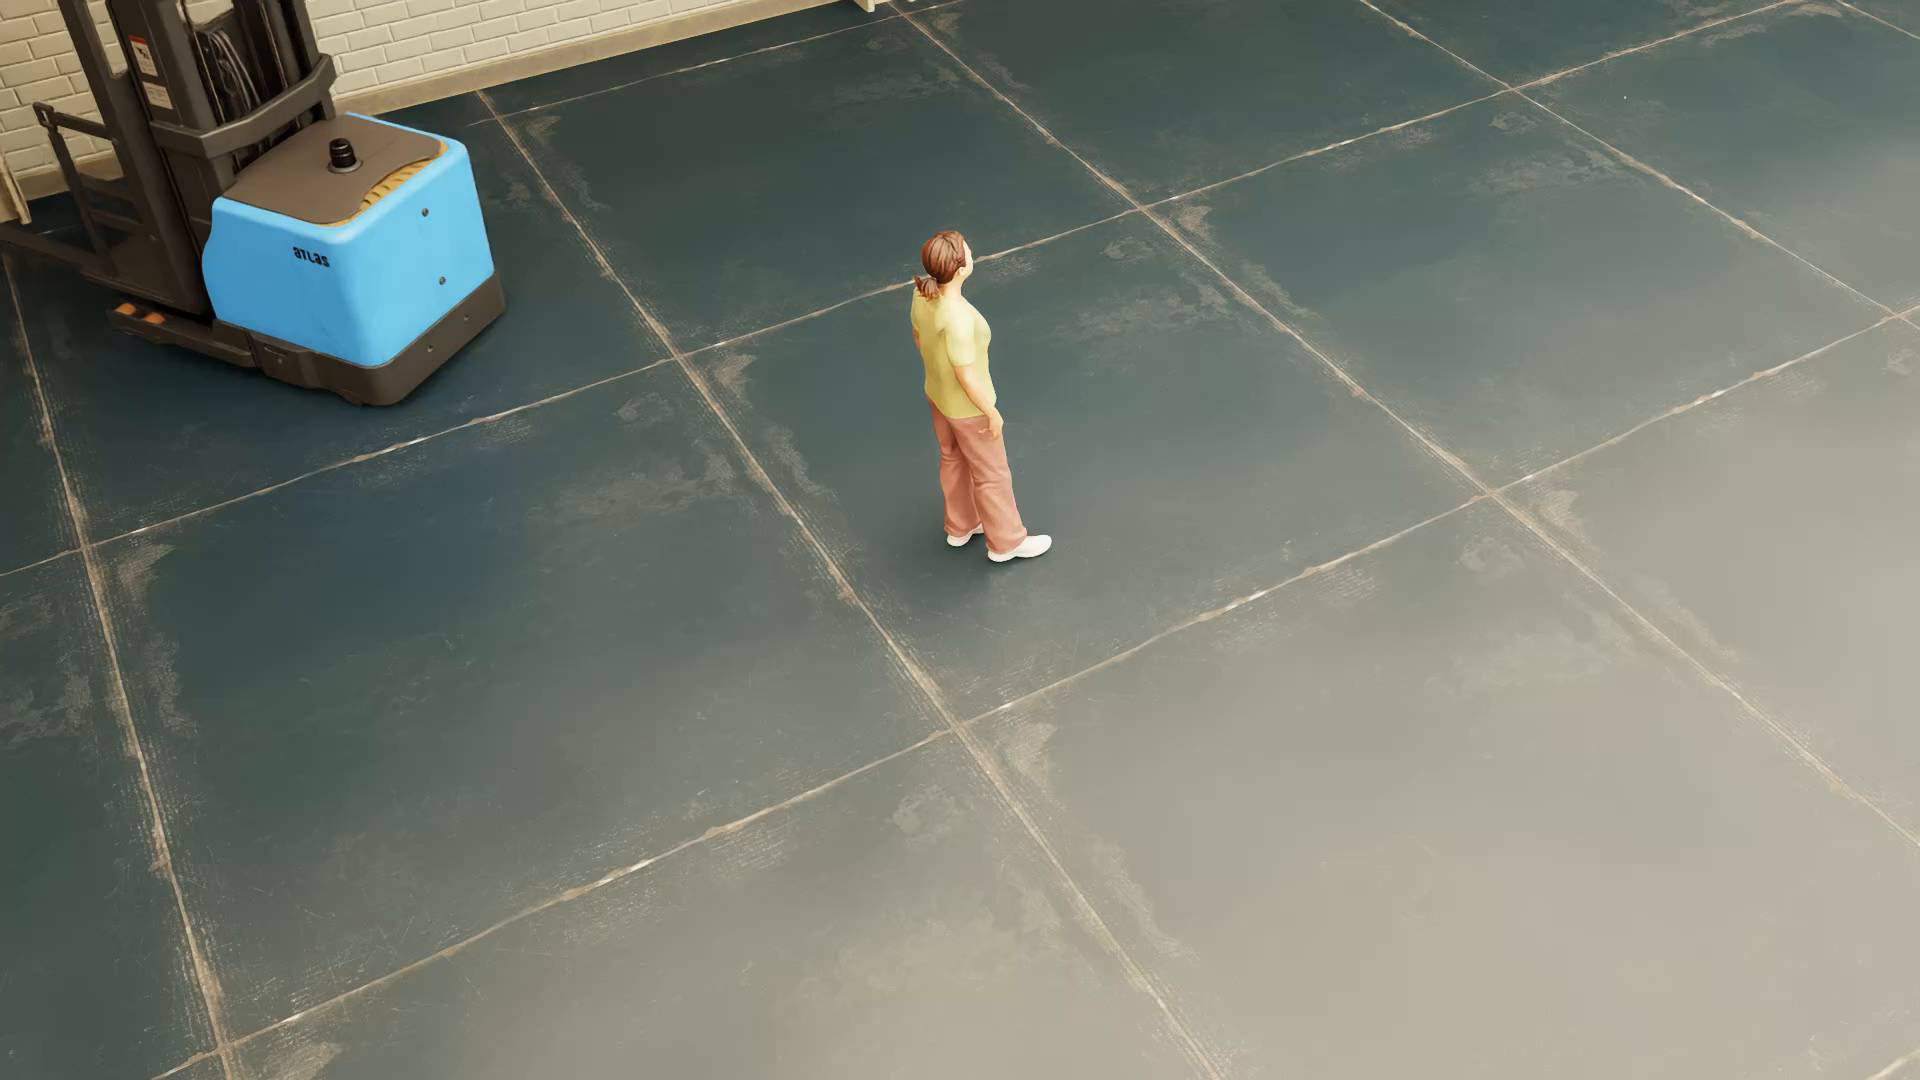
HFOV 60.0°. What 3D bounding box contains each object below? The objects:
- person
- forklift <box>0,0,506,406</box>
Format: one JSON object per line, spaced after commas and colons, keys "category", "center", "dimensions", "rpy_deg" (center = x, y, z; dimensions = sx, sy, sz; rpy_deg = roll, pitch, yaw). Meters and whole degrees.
{"category": "person", "center": [0.070, -0.638, 7.298], "dimensions": [0.548, 1.673, 0.553], "rpy_deg": [-21, 47, -21]}
{"category": "forklift", "center": [-4.051, -2.442, 8.331], "dimensions": [3.031, 2.935, 1.130], "rpy_deg": [18, 46, 18]}
